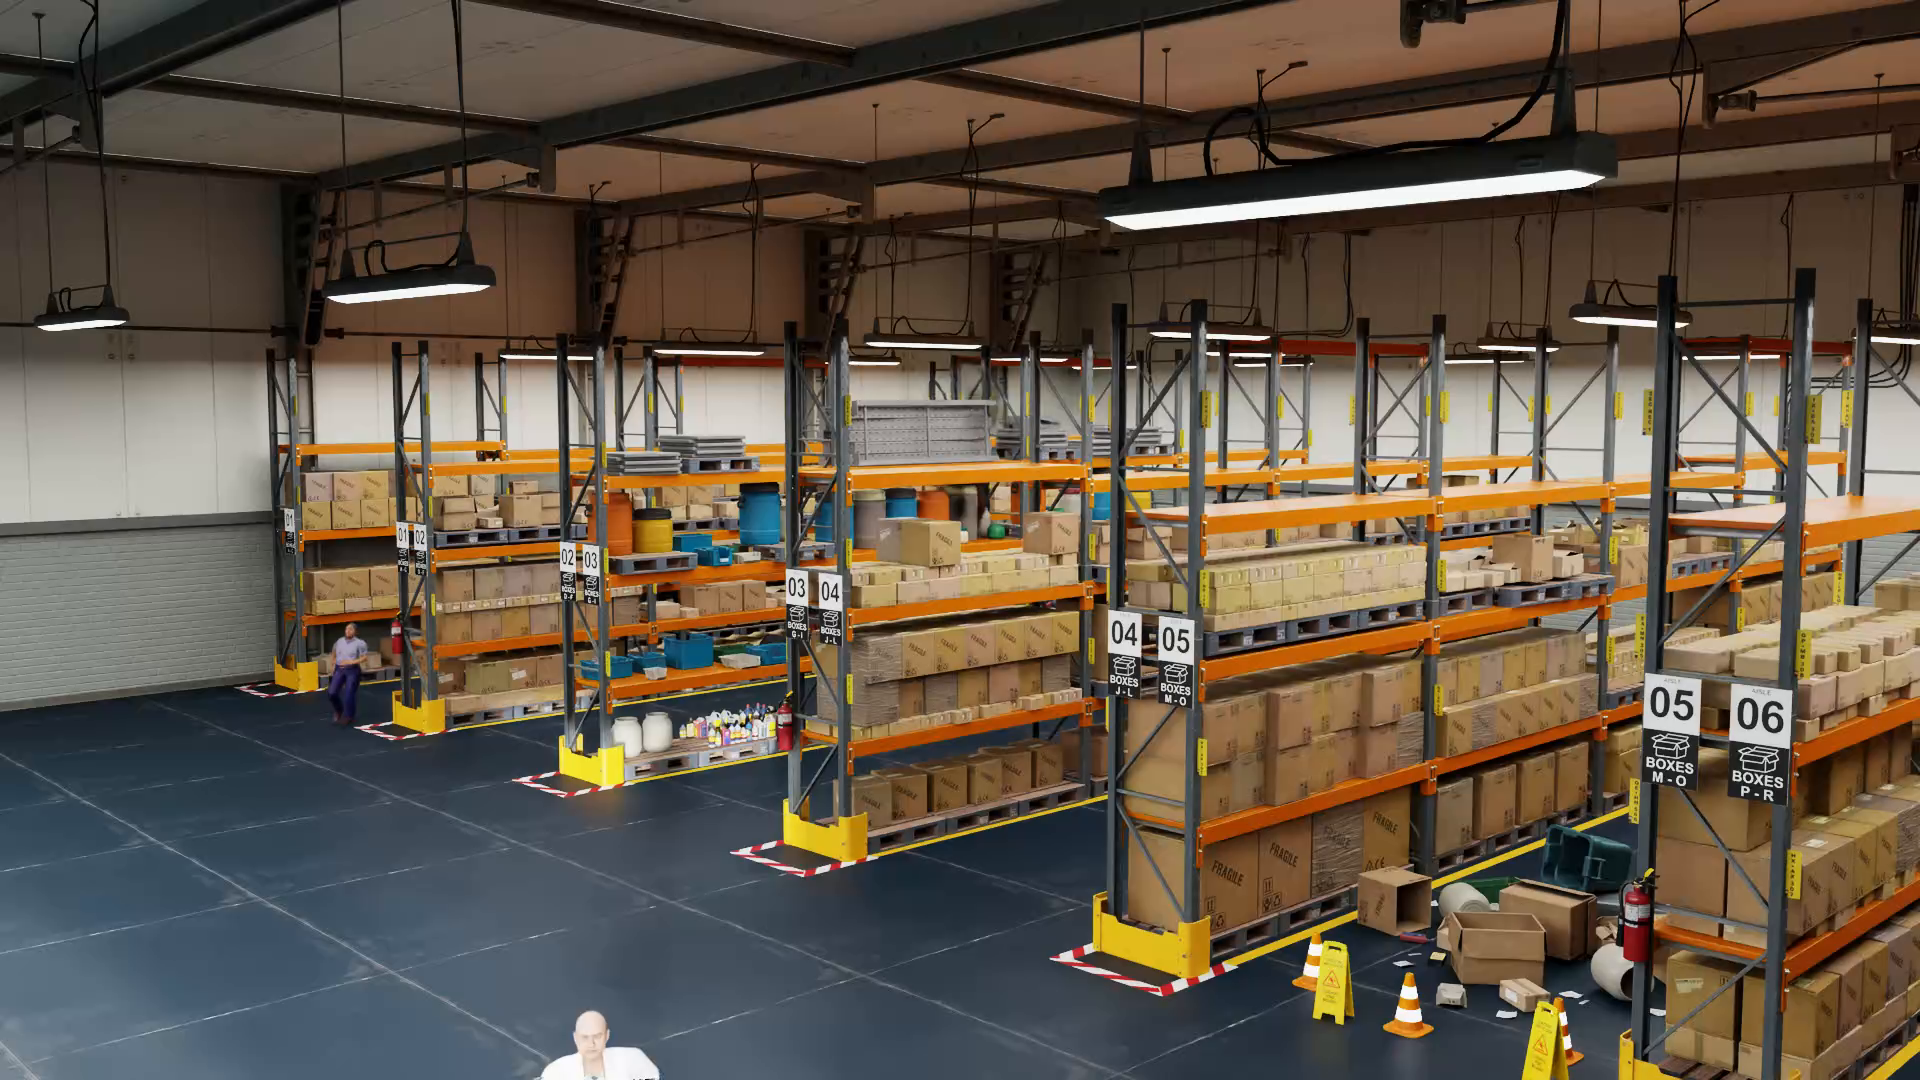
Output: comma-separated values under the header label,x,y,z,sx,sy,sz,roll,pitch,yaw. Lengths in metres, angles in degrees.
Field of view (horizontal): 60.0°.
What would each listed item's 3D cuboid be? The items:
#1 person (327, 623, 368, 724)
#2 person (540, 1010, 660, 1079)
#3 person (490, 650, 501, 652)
label,x,y,z,sx,sy,sz,roll,pitch,yaw
person,-9.618,2.103,26.139,0.624,1.598,0.588,0,5,-1
person,-2.011,3.491,9.218,0.668,1.808,0.877,-1,5,-7
person,-7.908,1.840,28.490,0.663,1.772,0.816,4,7,41
